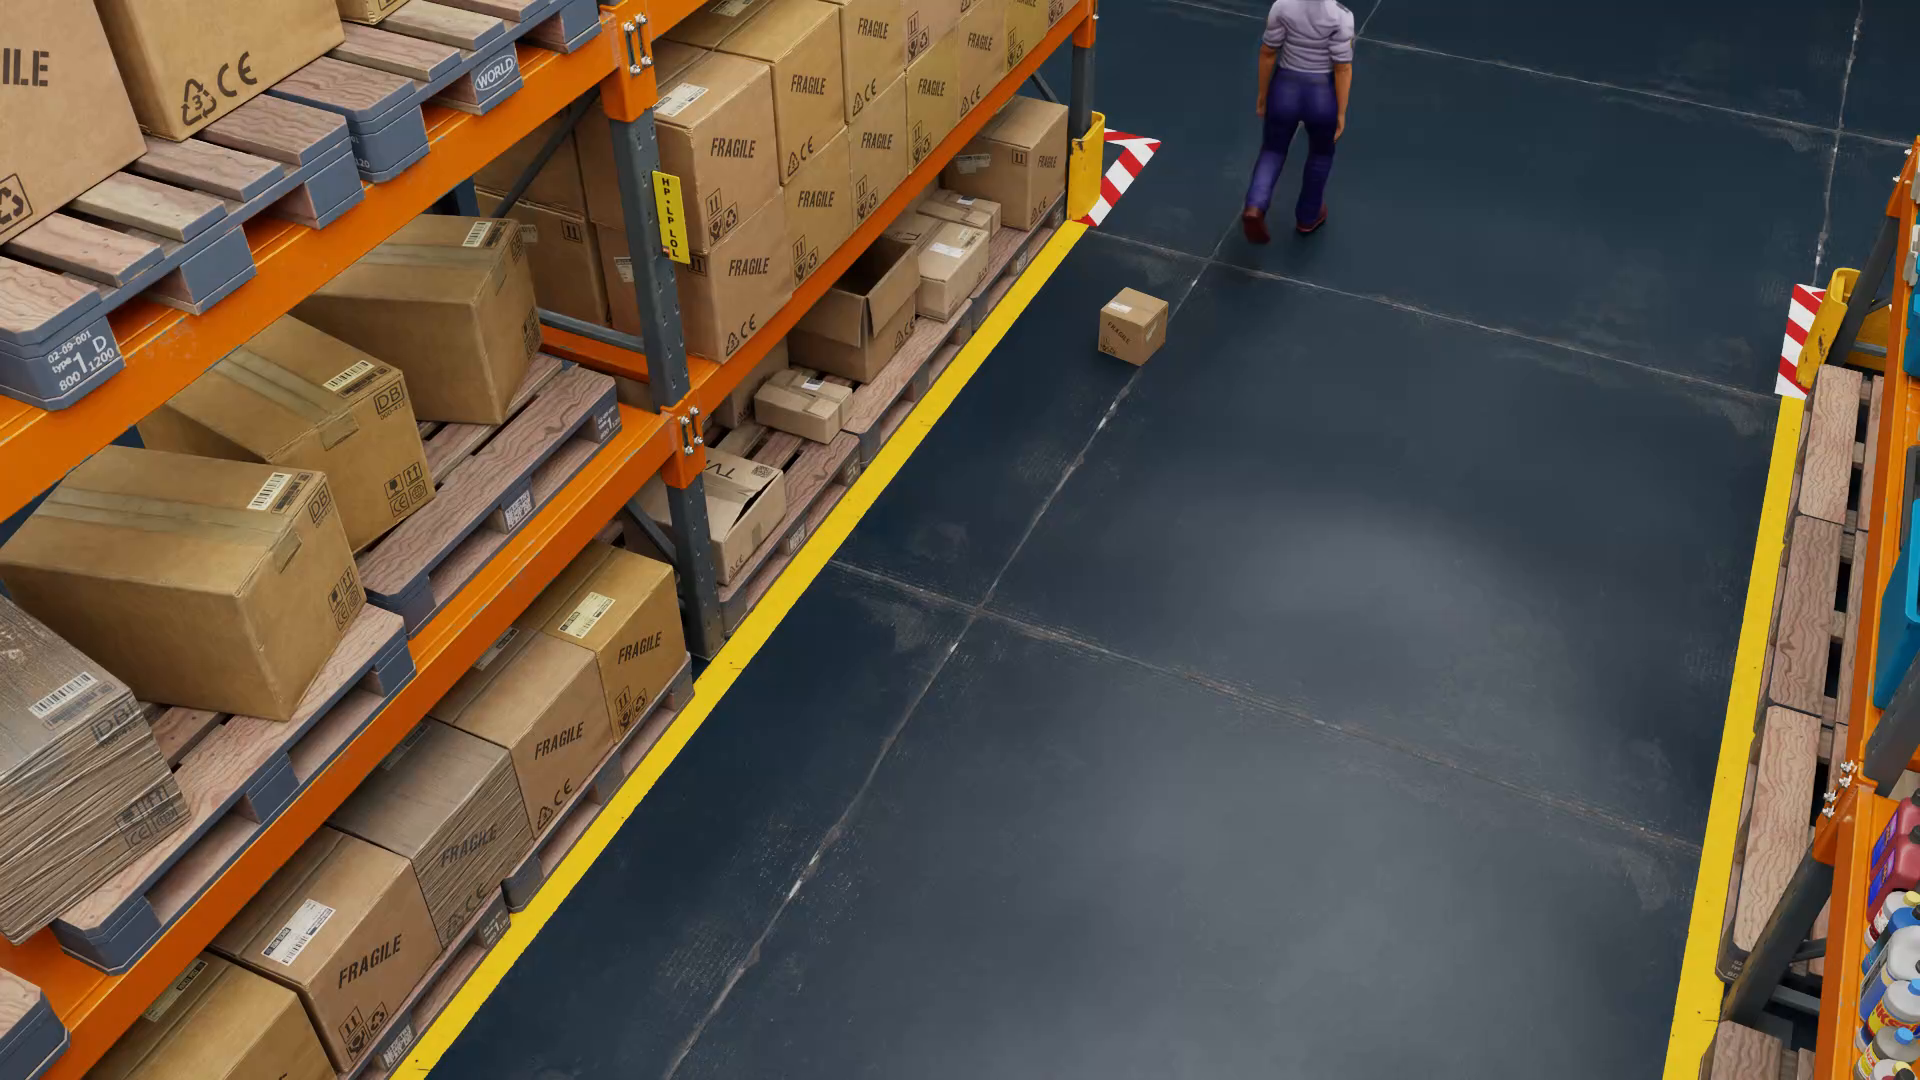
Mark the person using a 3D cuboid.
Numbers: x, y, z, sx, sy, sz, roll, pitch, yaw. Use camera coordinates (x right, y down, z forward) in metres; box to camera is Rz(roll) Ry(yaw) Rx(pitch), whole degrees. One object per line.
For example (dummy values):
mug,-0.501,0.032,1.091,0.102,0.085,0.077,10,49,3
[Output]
person,1.776,-2.286,8.673,0.497,1.609,0.724,17,45,18
